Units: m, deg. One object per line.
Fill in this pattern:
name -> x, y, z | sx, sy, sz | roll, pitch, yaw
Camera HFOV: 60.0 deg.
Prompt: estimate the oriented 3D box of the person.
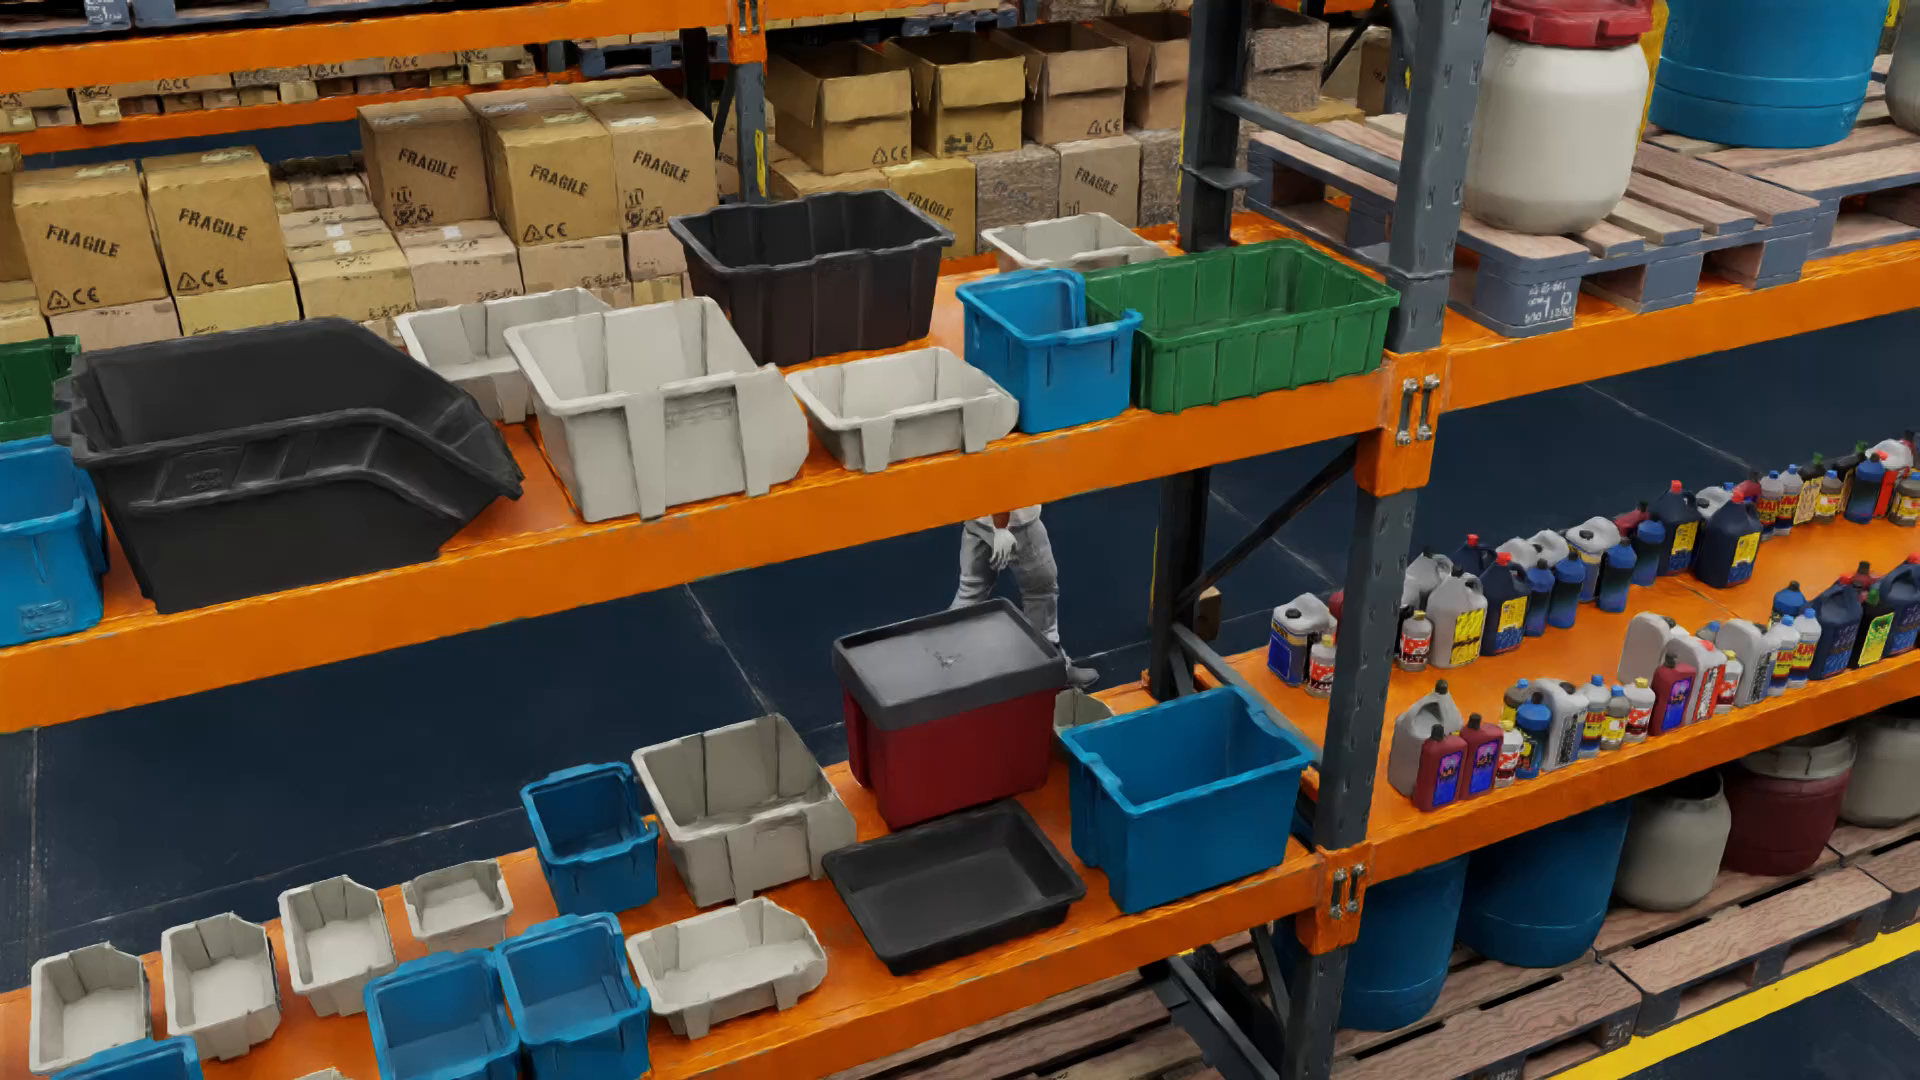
person -> 0.240, -0.145, 7.339 | 0.700, 1.777, 0.535 | -14, 32, -23
